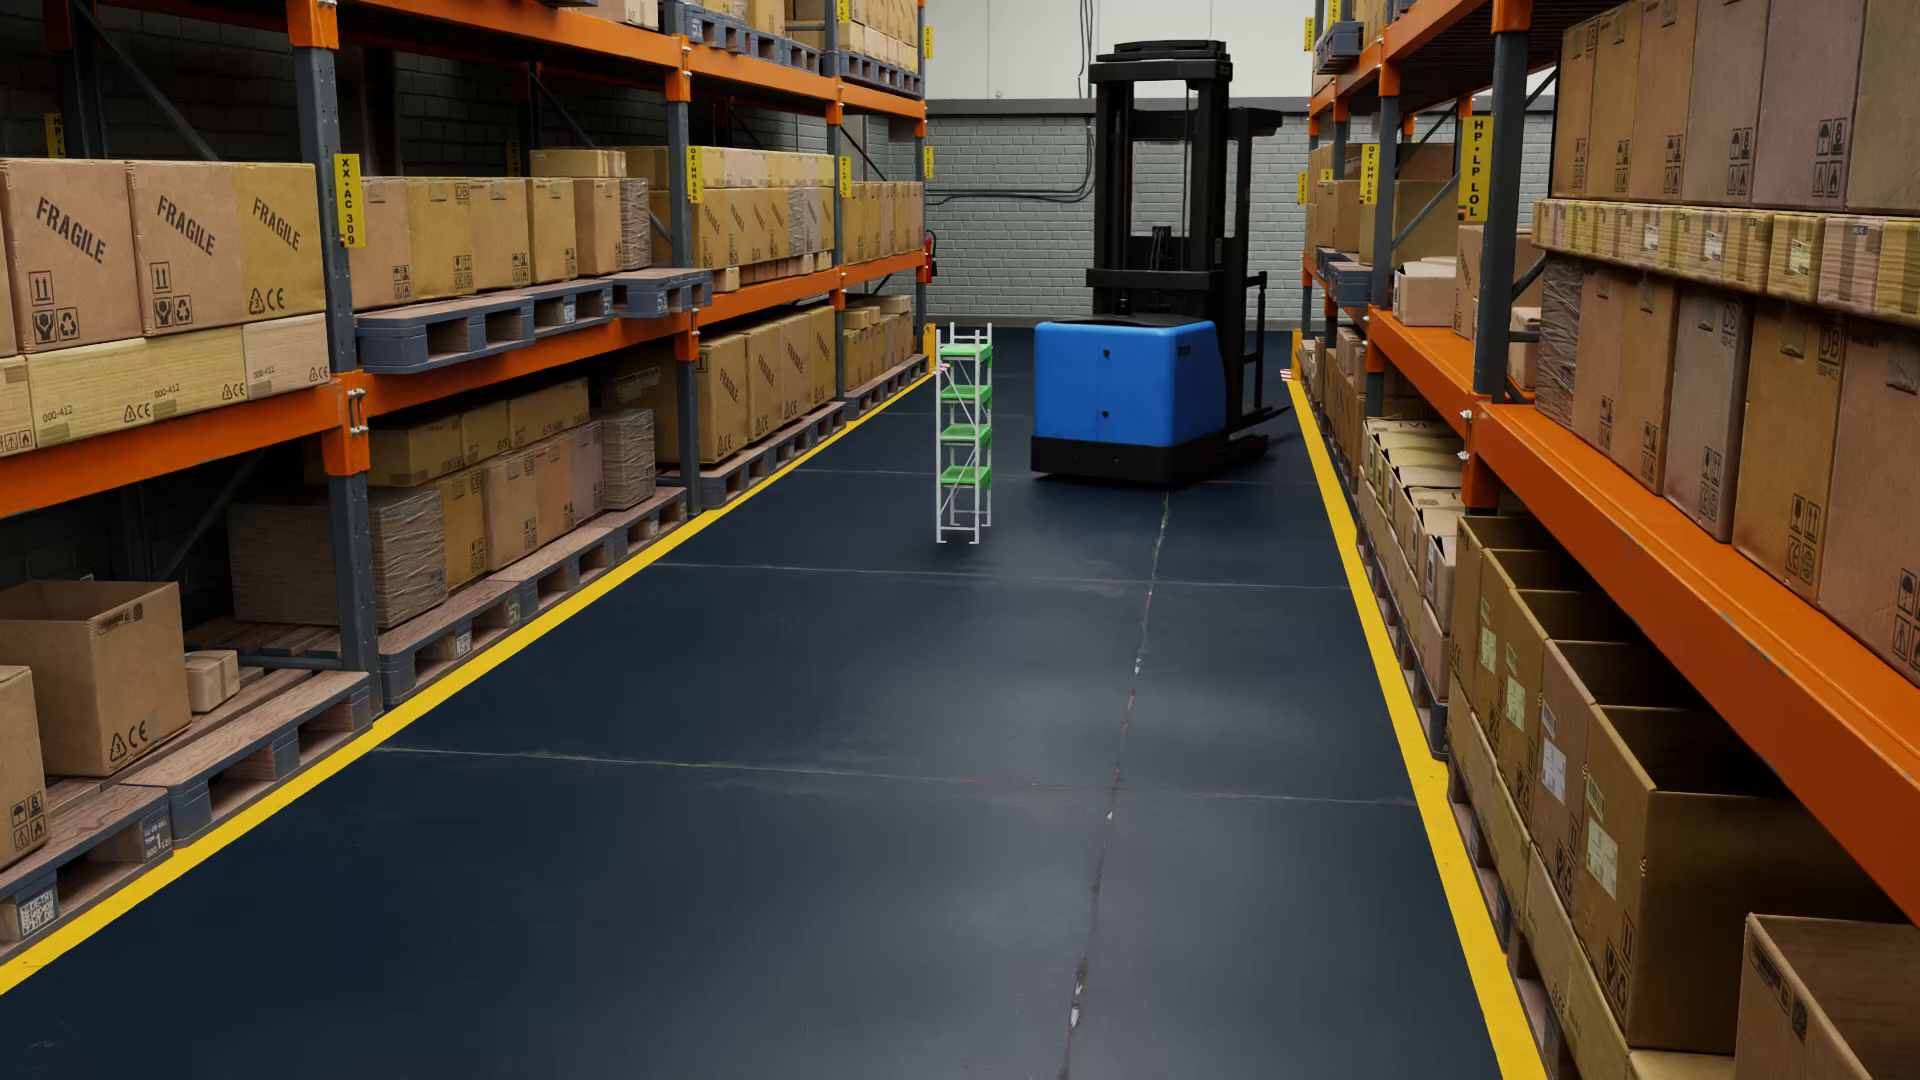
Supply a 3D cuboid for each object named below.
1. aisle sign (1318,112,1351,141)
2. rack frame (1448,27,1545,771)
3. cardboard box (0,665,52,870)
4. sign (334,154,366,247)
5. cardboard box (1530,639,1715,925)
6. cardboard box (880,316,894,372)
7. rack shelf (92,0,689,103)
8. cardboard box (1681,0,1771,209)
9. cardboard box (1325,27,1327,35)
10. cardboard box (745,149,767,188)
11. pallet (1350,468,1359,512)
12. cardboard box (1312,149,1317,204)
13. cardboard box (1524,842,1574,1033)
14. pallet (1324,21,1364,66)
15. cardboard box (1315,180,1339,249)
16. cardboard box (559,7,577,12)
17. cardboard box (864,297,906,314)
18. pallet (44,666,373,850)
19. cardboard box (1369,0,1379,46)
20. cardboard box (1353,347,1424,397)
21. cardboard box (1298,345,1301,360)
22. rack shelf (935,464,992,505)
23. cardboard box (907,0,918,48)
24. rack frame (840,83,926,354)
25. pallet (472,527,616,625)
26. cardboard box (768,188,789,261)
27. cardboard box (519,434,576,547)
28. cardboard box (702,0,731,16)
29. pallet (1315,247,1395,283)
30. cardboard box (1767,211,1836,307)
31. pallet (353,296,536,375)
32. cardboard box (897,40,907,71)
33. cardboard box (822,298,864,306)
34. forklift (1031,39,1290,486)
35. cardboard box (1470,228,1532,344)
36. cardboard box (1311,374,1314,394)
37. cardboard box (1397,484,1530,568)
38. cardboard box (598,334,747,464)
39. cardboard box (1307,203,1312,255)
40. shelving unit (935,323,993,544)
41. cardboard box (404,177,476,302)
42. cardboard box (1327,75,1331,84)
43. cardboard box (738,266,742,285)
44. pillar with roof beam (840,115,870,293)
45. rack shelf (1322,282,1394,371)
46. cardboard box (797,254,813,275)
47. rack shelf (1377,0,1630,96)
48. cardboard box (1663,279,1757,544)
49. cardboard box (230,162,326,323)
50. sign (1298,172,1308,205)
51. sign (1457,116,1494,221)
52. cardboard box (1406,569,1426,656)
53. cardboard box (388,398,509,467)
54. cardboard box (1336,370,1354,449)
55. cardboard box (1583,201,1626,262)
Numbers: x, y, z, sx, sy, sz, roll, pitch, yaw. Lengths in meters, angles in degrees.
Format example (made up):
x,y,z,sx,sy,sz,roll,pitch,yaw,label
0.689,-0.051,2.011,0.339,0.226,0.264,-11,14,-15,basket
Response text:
x,y,z,sx,sy,sz,roll,pitch,yaw,label
3.749,-4.432,16.767,0.394,0.787,0.004,2,12,9,aisle sign
2.183,-0.639,5.339,1.000,3.000,0.127,2,12,9,rack frame
-2.882,0.630,4.340,0.700,0.500,0.500,1,12,5,cardboard box
-2.175,-1.206,5.915,0.100,0.325,0.005,2,12,9,sign
1.574,0.532,3.656,0.500,0.500,0.500,2,12,9,cardboard box
-1.029,-1.922,16.230,0.700,0.500,0.500,1,12,7,cardboard box
-2.404,-2.330,7.772,1.077,0.370,4.000,2,12,9,rack shelf
1.890,-0.916,3.308,0.700,0.500,0.500,2,12,9,cardboard box
3.380,-4.260,14.190,0.500,0.250,0.500,2,12,9,cardboard box
-1.617,-2.505,11.224,0.500,0.250,0.500,2,12,9,cardboard box
2.951,-0.263,10.212,1.003,0.211,1.213,2,12,9,pallet
3.545,-3.378,15.437,0.500,0.500,0.500,2,12,9,cardboard box
1.578,0.898,3.734,0.500,0.250,0.500,2,12,9,cardboard box
3.088,-3.330,11.149,1.213,0.211,1.003,2,12,9,pallet
3.120,-2.467,12.588,0.700,0.500,0.500,-2,12,-10,cardboard box
-2.388,-2.891,8.377,0.797,0.503,0.637,4,13,17,cardboard box
-0.754,-2.363,16.733,0.380,0.149,0.250,2,12,10,cardboard box
-2.780,0.705,5.720,1.003,0.211,1.213,2,12,9,pallet
2.911,-3.185,9.796,0.910,0.500,0.500,2,12,9,cardboard box
2.715,-1.046,10.335,0.500,0.250,0.500,2,12,11,cardboard box
3.625,-1.883,16.832,0.380,0.149,0.250,2,12,9,cardboard box
0.025,-0.324,9.591,0.258,0.148,0.480,2,12,9,rack shelf
-0.709,-5.150,16.490,0.500,0.500,0.500,2,12,8,cardboard box
-0.866,-3.297,17.672,1.000,3.000,0.127,2,12,9,rack frame
-2.408,0.147,8.309,1.003,0.211,1.213,2,12,9,pallet
-1.530,-2.249,11.819,0.500,0.500,0.500,2,12,10,cardboard box
-2.399,-0.265,8.494,0.700,0.500,0.500,2,12,8,cardboard box
-1.951,-3.691,11.101,0.700,0.500,0.500,3,12,12,cardboard box
3.183,-2.048,12.332,1.003,0.211,1.213,2,12,9,pallet
1.598,-0.473,2.791,0.380,0.149,0.250,2,12,10,cardboard box
-2.451,-0.860,6.817,1.003,0.211,1.213,2,12,9,pallet
-0.796,-4.675,16.067,0.500,0.250,0.500,1,12,7,cardboard box
-1.170,-2.323,16.551,0.380,0.149,0.250,2,12,9,cardboard box
1.645,-2.059,12.090,1.130,2.935,3.031,7,14,29,forklift
2.476,-1.061,7.061,0.500,0.500,0.500,2,12,9,cardboard box
3.219,-1.334,14.285,0.380,0.149,0.250,2,12,9,cardboard box
2.115,-0.080,6.945,0.500,0.311,0.500,2,12,8,cardboard box
-1.854,-0.935,10.817,0.750,0.750,0.750,2,12,8,cardboard box
3.626,-2.995,16.032,0.500,0.500,0.500,2,12,8,cardboard box
0.025,-0.621,9.527,0.258,1.200,0.503,2,12,9,shelving unit
-2.507,-1.284,7.049,0.700,0.500,0.500,3,13,14,cardboard box
3.313,-3.911,13.758,0.500,0.250,0.500,2,12,9,cardboard box
-1.697,-1.795,11.251,0.380,0.149,0.250,2,12,10,cardboard box
2.948,-6.680,19.131,9.100,9.000,0.400,2,12,9,pillar with roof beam
3.106,-1.537,11.211,1.077,0.370,4.000,2,12,9,rack shelf
-1.336,-2.109,12.708,0.380,0.149,0.250,2,12,9,cardboard box
2.491,-2.170,7.031,1.077,0.370,4.000,2,12,9,rack shelf
1.888,-0.275,3.410,0.700,0.500,0.500,2,12,10,cardboard box
-2.479,-0.994,5.512,0.500,0.500,0.500,2,12,9,cardboard box
3.493,-3.578,16.921,0.100,0.325,0.005,2,12,9,sign
1.646,-1.182,5.298,0.100,0.325,0.005,2,12,9,sign
2.040,0.299,6.517,0.500,0.250,0.500,2,12,8,cardboard box
-2.475,-0.513,7.861,0.500,0.250,0.500,2,12,7,cardboard box
2.865,-0.884,11.367,0.500,0.500,0.500,1,12,7,cardboard box
1.835,-0.795,4.285,0.380,0.149,0.250,2,12,8,cardboard box
